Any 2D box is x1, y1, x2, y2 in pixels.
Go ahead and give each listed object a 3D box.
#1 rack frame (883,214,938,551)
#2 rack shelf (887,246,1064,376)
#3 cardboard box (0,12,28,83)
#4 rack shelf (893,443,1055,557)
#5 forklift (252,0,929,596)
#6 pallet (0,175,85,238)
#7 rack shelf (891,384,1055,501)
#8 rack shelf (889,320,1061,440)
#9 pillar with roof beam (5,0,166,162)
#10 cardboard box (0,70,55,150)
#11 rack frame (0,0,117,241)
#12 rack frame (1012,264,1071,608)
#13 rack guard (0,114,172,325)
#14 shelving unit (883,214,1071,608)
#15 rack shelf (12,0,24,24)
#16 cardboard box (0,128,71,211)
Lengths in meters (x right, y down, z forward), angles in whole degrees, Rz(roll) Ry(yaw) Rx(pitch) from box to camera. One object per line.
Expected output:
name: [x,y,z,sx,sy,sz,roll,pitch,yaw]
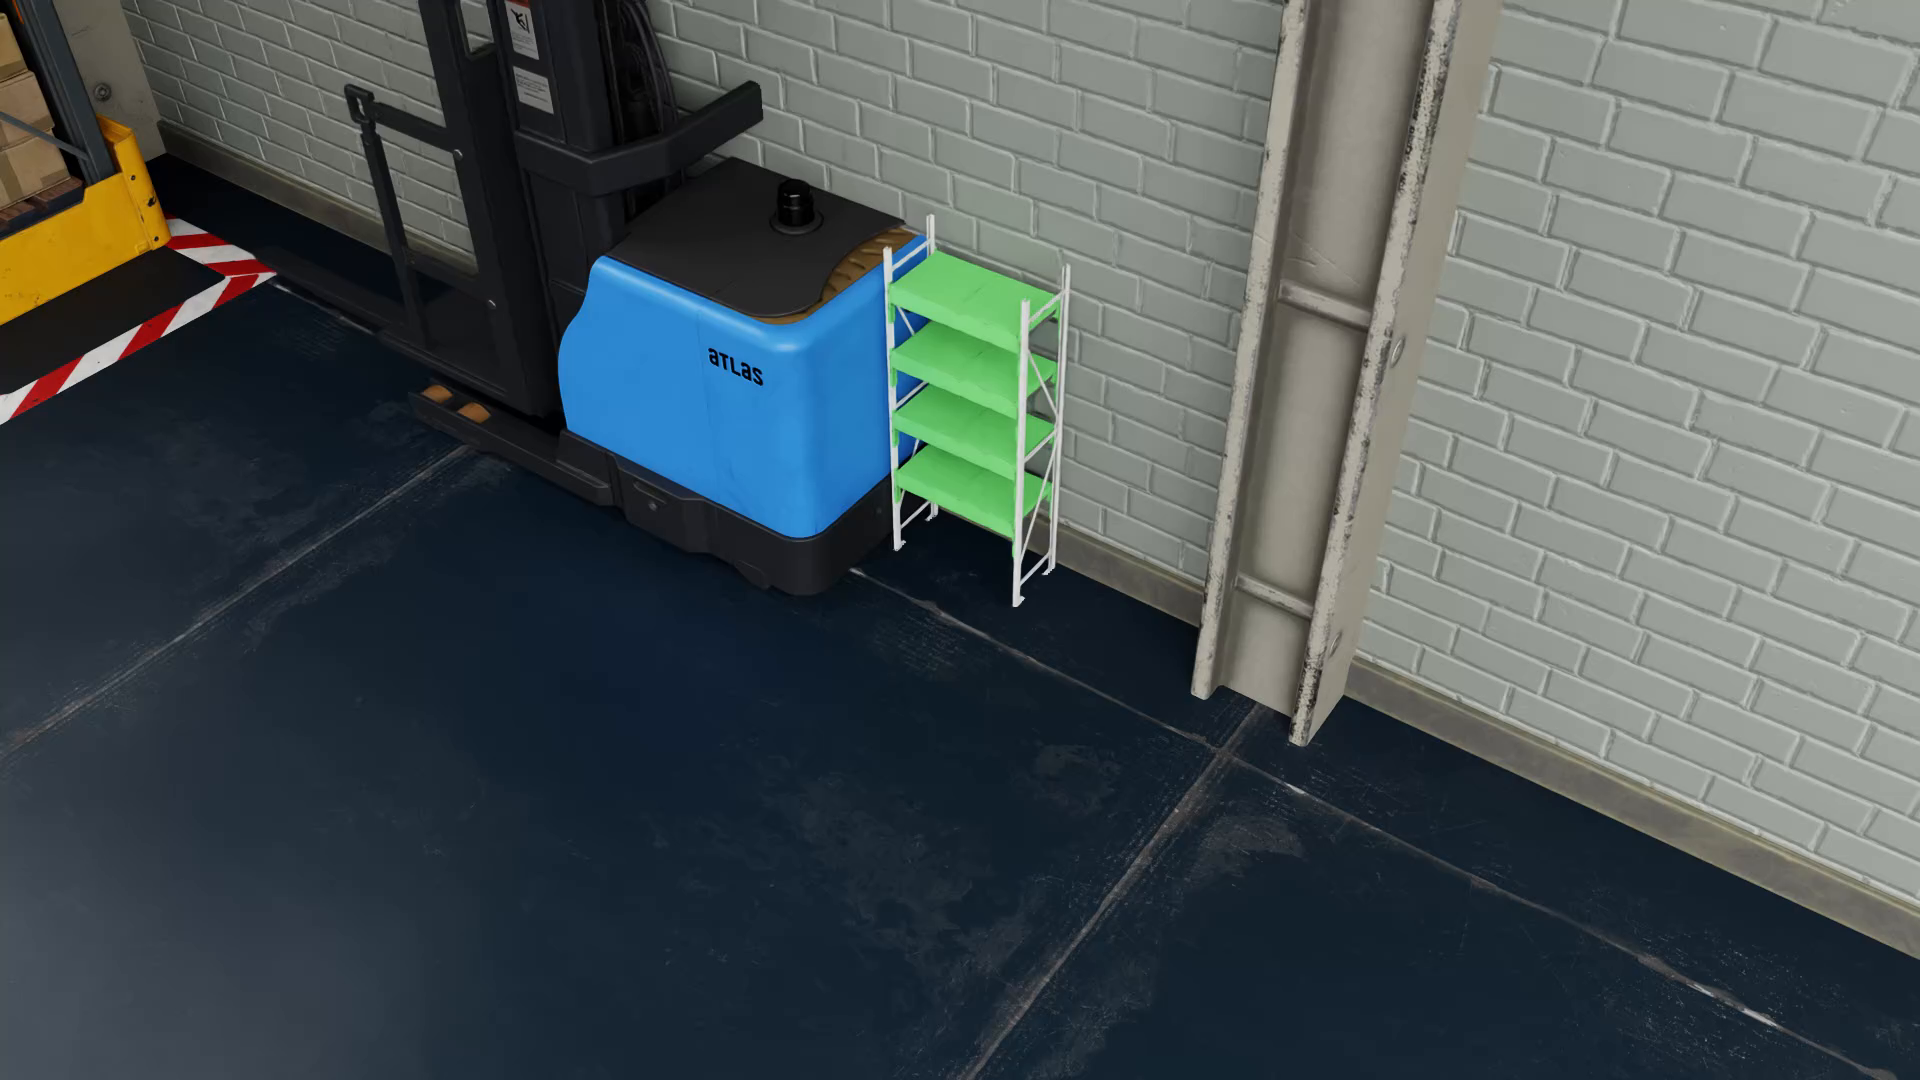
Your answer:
rack frame: [-0.152,-0.476,5.382,0.015,1.200,0.240,25,47,25]
rack shelf: [0.048,-0.693,5.001,0.480,0.148,0.258,25,47,25]
cardboard box: [-4.174,-1.977,6.708,0.500,0.250,0.500,24,47,25]
rack shelf: [0.048,-0.157,5.481,0.480,0.148,0.258,25,47,25]
forklift: [-1.427,-1.693,5.444,3.031,2.935,1.130,25,47,25]
pallet: [-4.540,-1.416,7.174,1.213,0.211,1.003,25,48,25]
rack shelf: [0.048,-0.336,5.321,0.480,0.148,0.258,25,47,25]
rack shelf: [0.048,-0.514,5.161,0.480,0.148,0.258,25,47,25]
pillar with roof beam: [-6.414,-2.830,2.164,0.400,9.000,9.100,25,48,25]
cardboard box: [-4.155,-1.797,6.881,0.500,0.250,0.500,26,48,26]
rack frame: [-3.889,-2.186,5.943,0.127,3.000,1.000,25,48,25]
rack frame: [0.248,-0.290,5.174,0.015,1.200,0.240,25,47,25]
rack guard: [-3.870,-1.245,6.766,0.348,0.500,1.175,25,48,25]
shelving unit: [0.048,-0.383,5.278,0.503,1.200,0.258,25,47,25]
rack shelf: [-5.527,-2.683,7.039,4.000,0.370,1.077,25,48,25]
cardboard box: [-4.179,-1.612,7.049,0.500,0.250,0.500,25,48,25]
